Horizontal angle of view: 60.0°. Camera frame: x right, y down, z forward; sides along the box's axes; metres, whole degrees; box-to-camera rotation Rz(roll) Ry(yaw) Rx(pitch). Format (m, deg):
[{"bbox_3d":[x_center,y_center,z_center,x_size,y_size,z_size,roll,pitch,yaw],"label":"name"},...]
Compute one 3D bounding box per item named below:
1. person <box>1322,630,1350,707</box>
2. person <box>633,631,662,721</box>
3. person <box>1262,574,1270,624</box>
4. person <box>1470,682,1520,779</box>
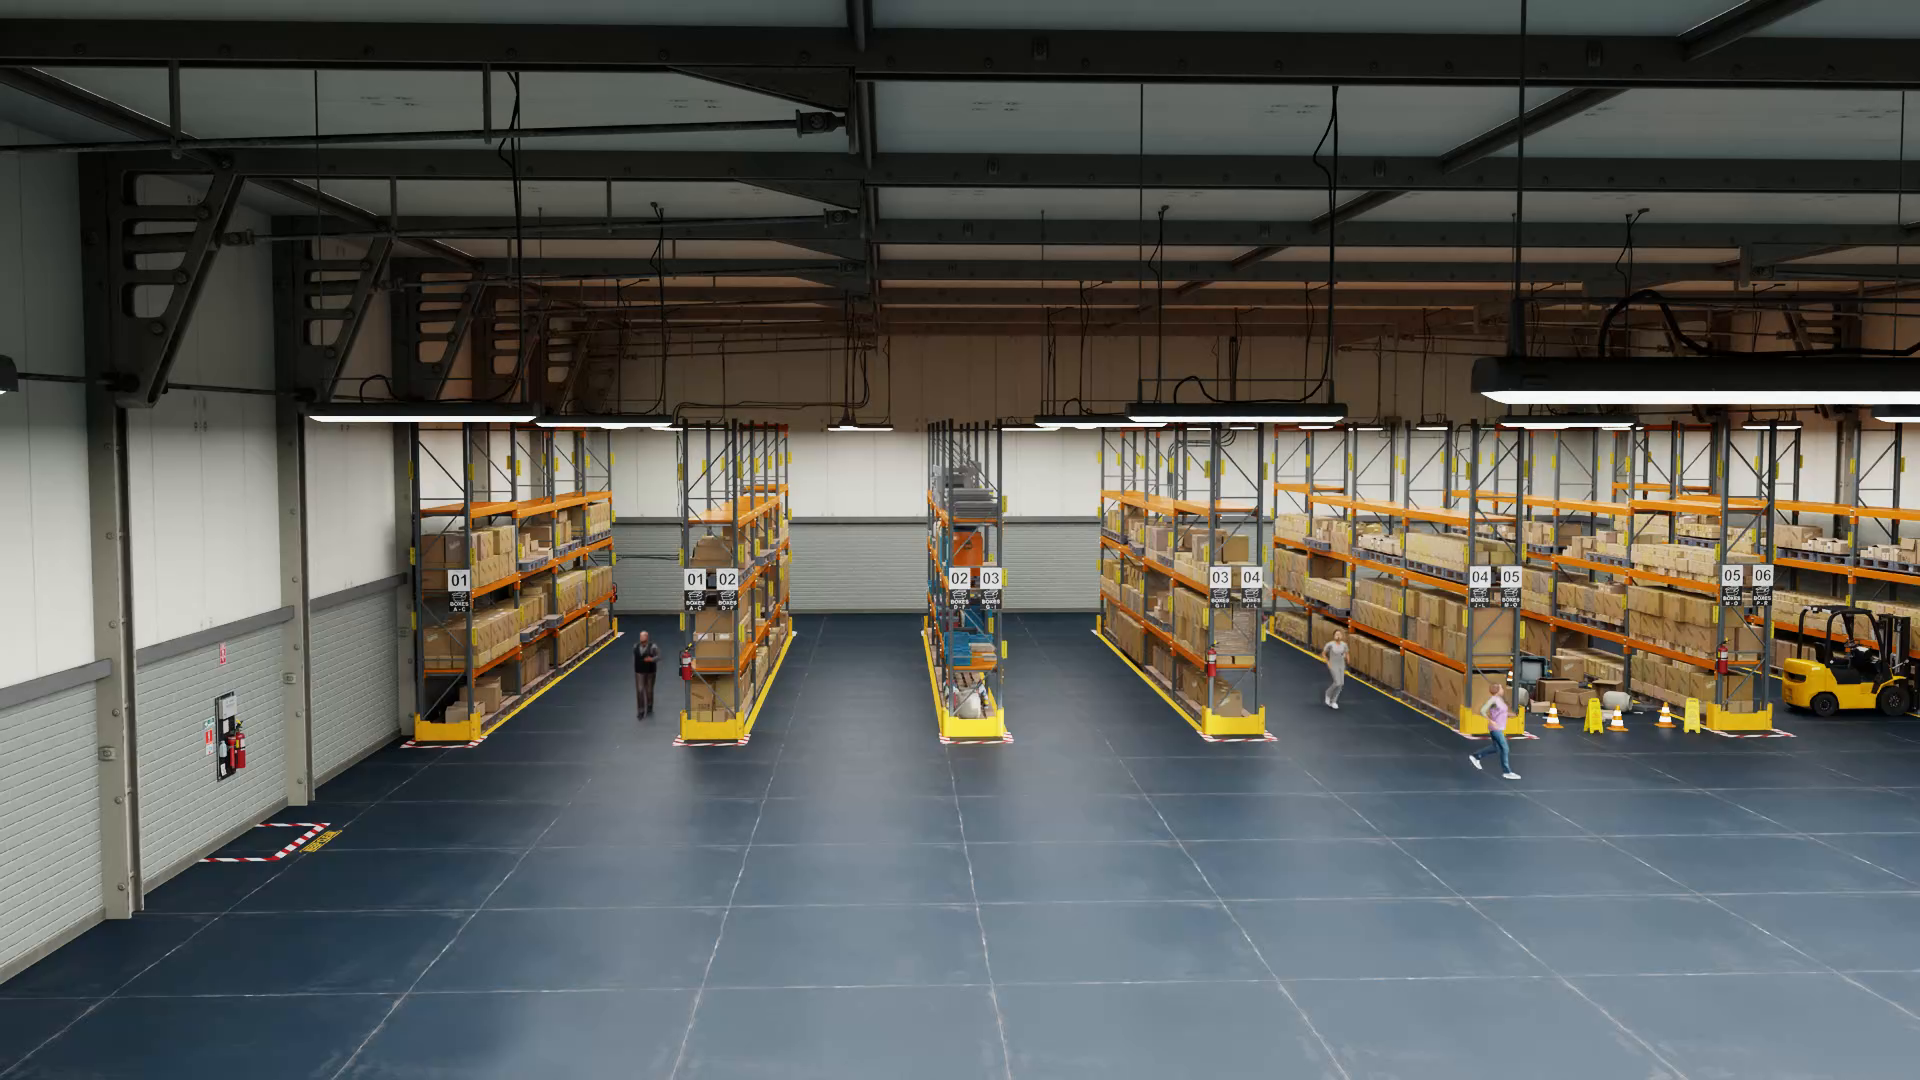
[{"bbox_3d":[7.883,2.684,34.660,0.551,1.637,0.558,-1,4,-14],"label":"person"},{"bbox_3d":[-6.319,2.715,33.564,0.638,1.758,0.871,0,4,0],"label":"person"},{"bbox_3d":[8.689,1.776,48.639,0.923,1.639,0.627,-1,4,-15],"label":"person"},{"bbox_3d":[8.891,3.149,27.637,0.864,1.575,0.544,2,4,33],"label":"person"}]
